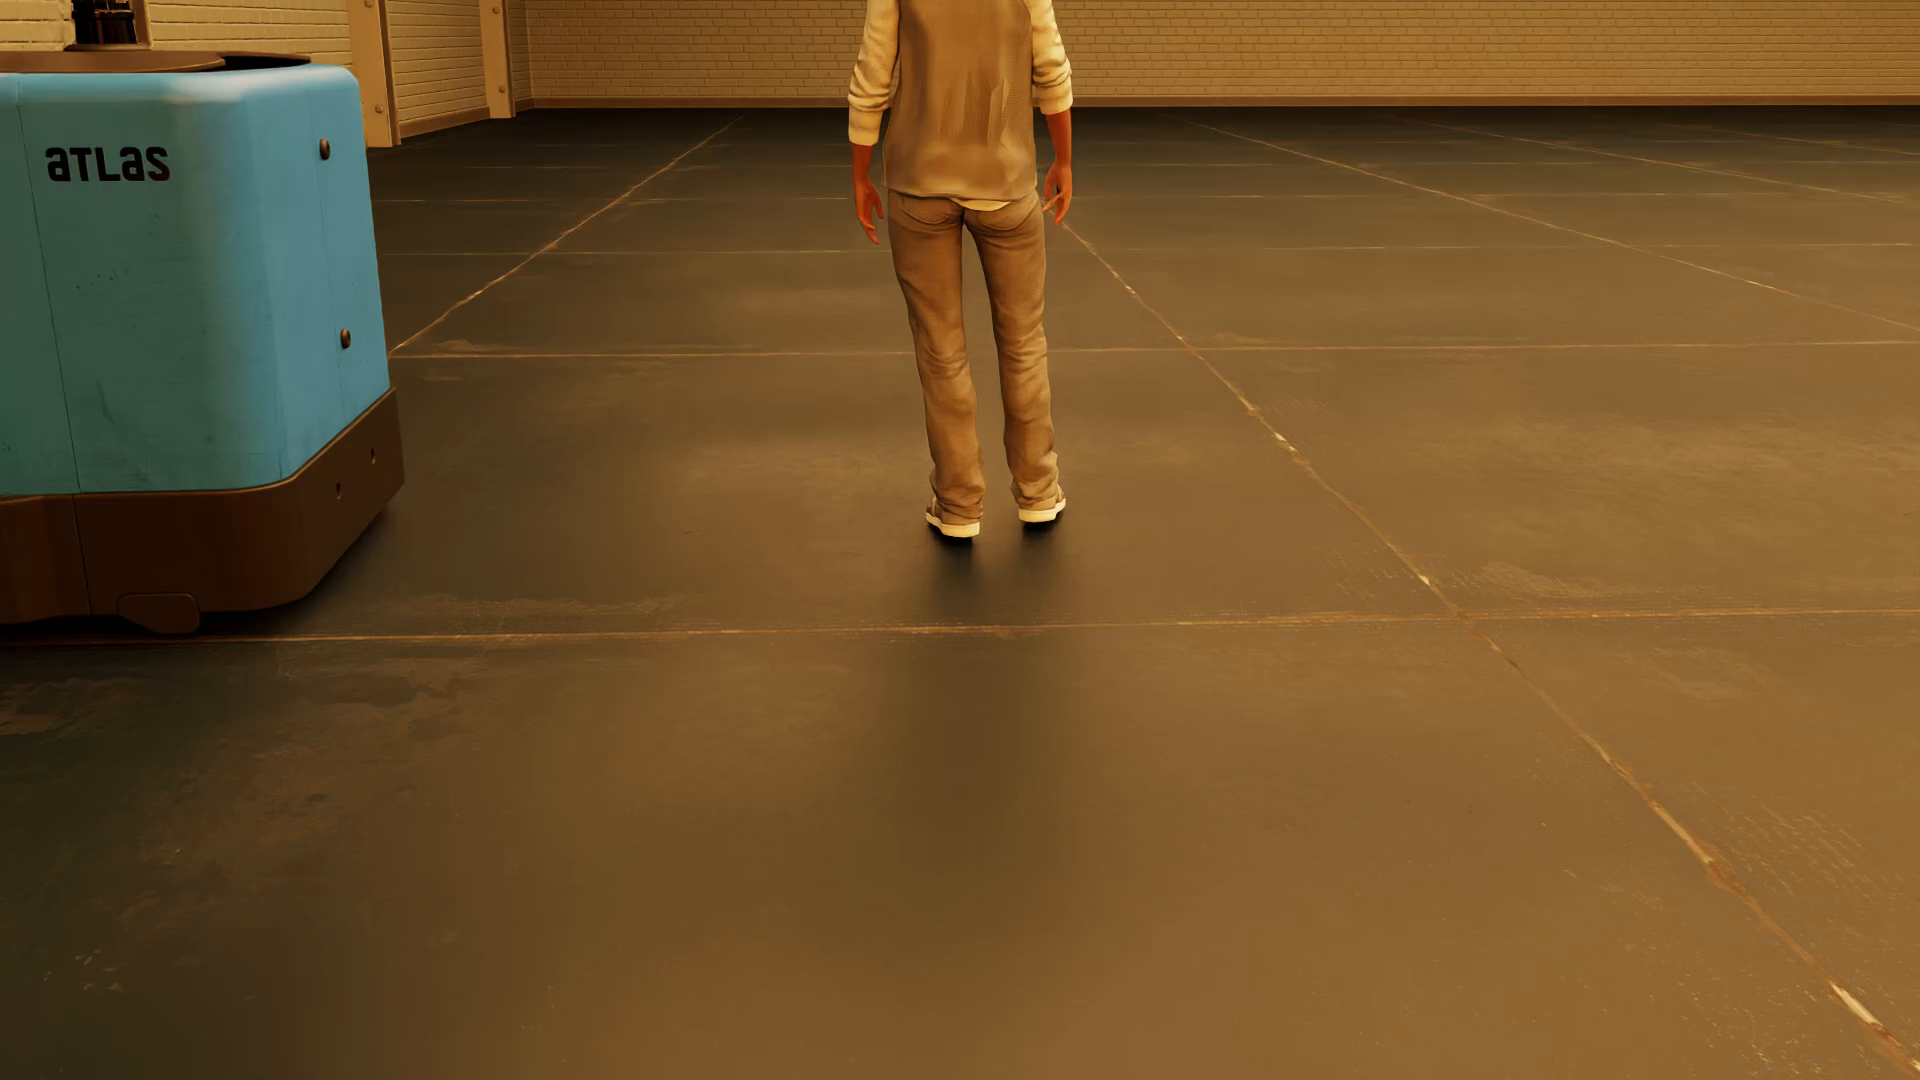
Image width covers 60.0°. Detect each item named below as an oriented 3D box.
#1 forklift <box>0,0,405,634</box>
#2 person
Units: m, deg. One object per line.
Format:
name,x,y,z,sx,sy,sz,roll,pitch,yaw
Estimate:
forklift,-2.848,-1.308,3.184,3.031,2.935,1.130,-2,17,-5
person,0.011,-0.793,3.754,0.519,1.598,0.474,-1,17,-3
